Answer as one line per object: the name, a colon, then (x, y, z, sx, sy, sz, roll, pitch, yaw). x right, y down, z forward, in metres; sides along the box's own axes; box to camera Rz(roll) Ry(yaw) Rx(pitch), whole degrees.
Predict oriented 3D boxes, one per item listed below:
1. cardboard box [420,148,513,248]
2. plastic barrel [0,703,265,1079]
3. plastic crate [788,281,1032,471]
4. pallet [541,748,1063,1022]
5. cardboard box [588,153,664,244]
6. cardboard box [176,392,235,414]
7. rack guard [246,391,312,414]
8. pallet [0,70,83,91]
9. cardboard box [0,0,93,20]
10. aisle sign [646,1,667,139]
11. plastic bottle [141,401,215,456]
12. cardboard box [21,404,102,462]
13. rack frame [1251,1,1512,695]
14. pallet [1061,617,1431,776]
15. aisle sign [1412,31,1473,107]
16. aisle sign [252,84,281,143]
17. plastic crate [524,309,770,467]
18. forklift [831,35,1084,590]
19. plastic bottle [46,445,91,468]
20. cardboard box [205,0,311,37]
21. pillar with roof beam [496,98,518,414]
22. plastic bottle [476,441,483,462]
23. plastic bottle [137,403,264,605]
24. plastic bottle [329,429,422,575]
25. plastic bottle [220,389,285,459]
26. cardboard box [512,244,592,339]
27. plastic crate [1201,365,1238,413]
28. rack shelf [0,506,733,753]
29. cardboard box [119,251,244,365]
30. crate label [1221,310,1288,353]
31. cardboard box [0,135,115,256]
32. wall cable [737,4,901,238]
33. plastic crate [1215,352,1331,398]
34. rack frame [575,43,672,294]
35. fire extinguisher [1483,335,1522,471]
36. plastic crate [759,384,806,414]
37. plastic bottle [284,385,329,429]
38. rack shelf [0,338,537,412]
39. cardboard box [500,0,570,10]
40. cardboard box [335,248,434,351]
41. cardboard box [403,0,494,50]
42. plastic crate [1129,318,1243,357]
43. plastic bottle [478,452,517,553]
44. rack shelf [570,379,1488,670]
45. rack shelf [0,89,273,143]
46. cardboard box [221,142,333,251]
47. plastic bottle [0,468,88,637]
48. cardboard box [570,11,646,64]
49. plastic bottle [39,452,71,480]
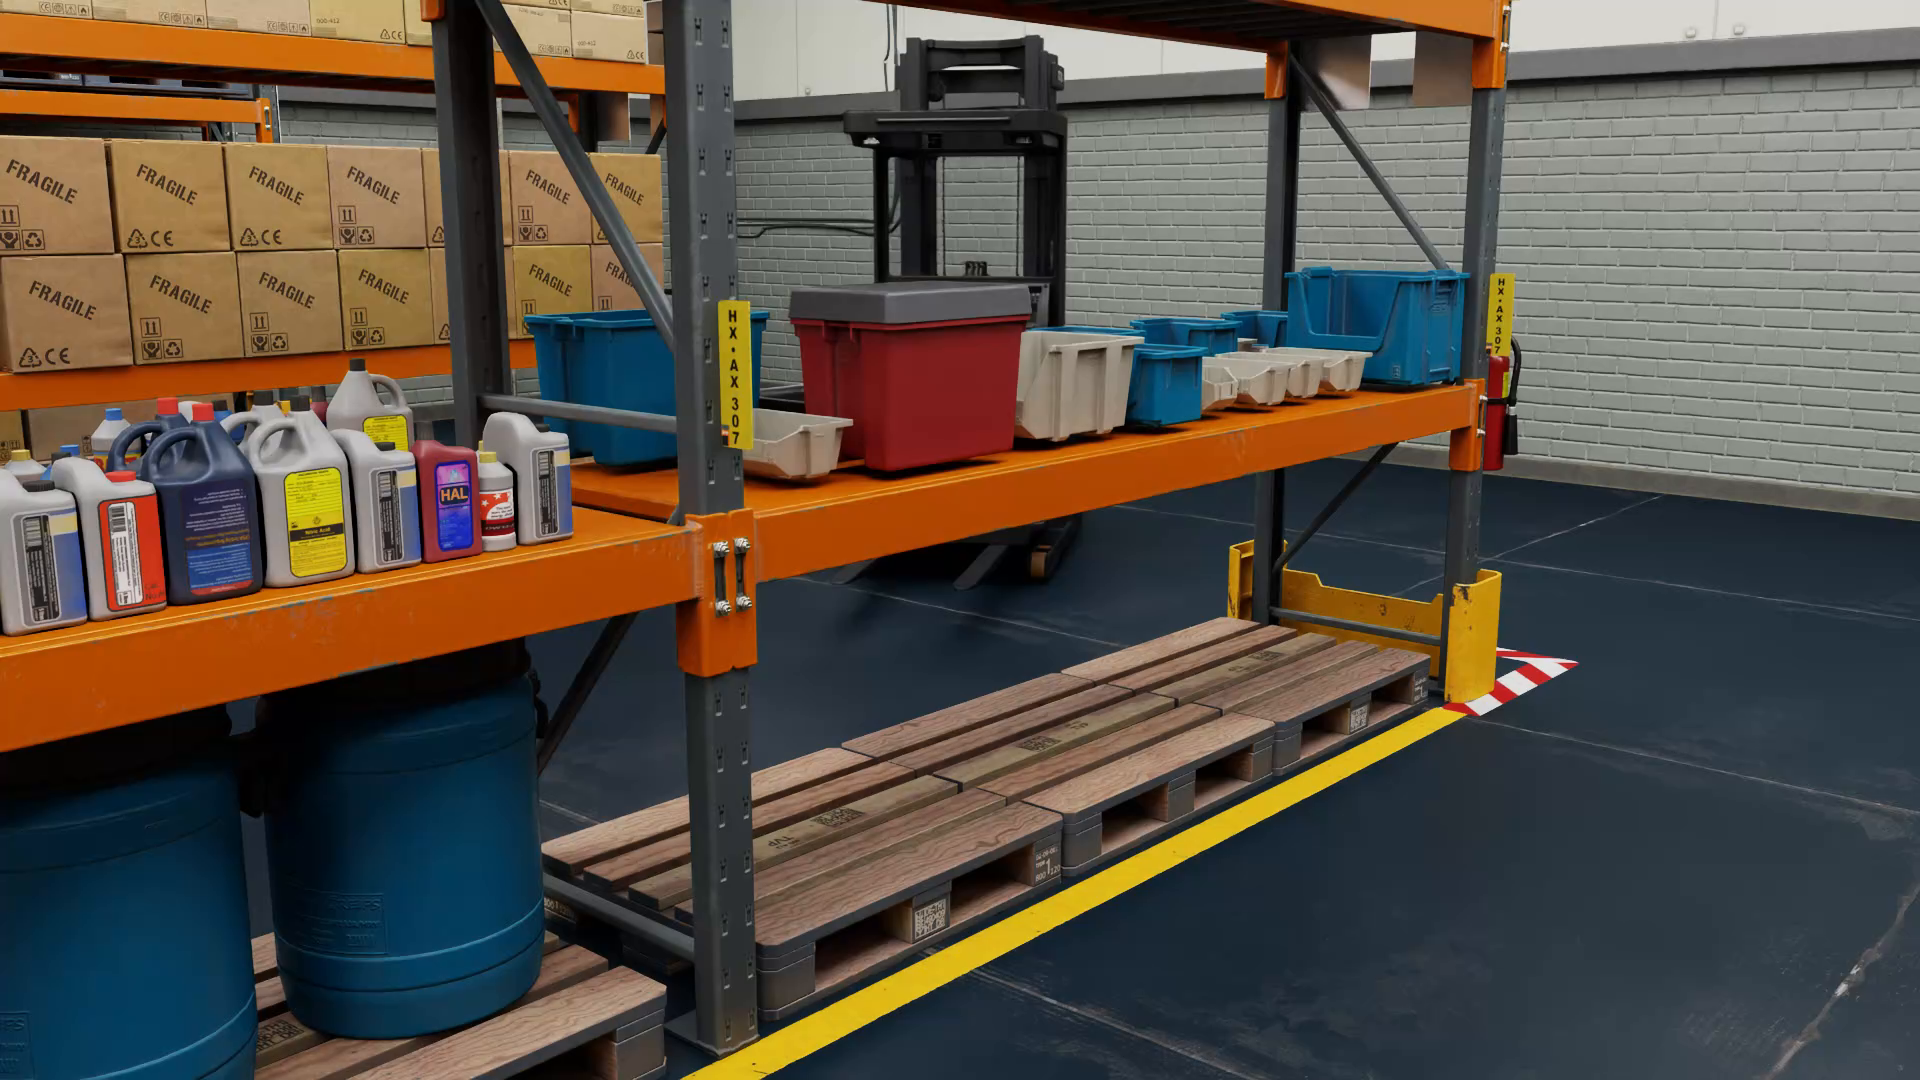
cardboard box: (-2.744, -1.816, 8.839, 0.500, 0.500, 0.500, 10, 15, 42)
plastic barrel: (-1.746, 0.705, 3.307, 0.600, 0.901, 0.708, 10, 15, 40)
plastic crate: (-0.129, -0.460, 4.537, 0.402, 0.464, 0.583, 10, 15, 40)
pallet: (-0.451, 0.954, 4.894, 1.003, 0.211, 1.213, 10, 15, 40)
cardboard box: (-2.072, -1.968, 9.596, 0.500, 0.500, 0.500, 10, 15, 40)
cardboard box: (-6.095, -1.033, 13.037, 0.700, 0.500, 0.500, 10, 15, 40)
rack guard: (-5.693, -0.947, 13.676, 1.175, 0.500, 0.348, 10, 15, 40)
pallet: (-6.996, -3.306, 11.673, 1.003, 0.211, 1.213, 10, 15, 40)
cardboard box: (-4.118, -2.378, 7.182, 0.500, 0.250, 0.500, 10, 15, 40)
aisle sign: (-1.710, -2.775, 9.807, 0.394, 0.787, 0.004, 10, 15, 40)
plastic bottle: (-1.740, -0.166, 3.702, 0.152, 0.276, 0.135, 10, 15, 40)
cardboard box: (-6.757, -0.886, 12.297, 0.700, 0.500, 0.500, 9, 14, 39)
rack frame: (1.733, -0.888, 7.001, 1.000, 3.000, 0.127, 10, 15, 40)
pallet: (1.160, 0.595, 6.691, 1.003, 0.211, 1.213, 10, 15, 40)
aisle sign: (2.001, -2.136, 6.609, 0.394, 0.787, 0.004, 10, 15, 40)
aisle sign: (-5.436, -3.416, 13.018, 0.394, 0.787, 0.004, 10, 15, 40)
plastic crate: (-0.855, -0.434, 4.614, 0.392, 0.384, 0.575, 10, 15, 40)
forklift: (0.004, -1.289, 9.182, 1.130, 2.935, 3.031, 2, 12, 11)
plastic bottle: (-1.902, -0.102, 3.570, 0.097, 0.201, 0.097, 0, 11, 0)
cardboard box: (-3.454, -2.524, 7.915, 0.500, 0.250, 0.500, 10, 15, 40)
pillar with roof beam: (-1.342, -5.064, 12.588, 9.100, 9.000, 0.400, 10, 15, 40)
plastic bottle: (-1.030, -0.116, 3.641, 0.097, 0.201, 0.097, 0, 11, 0)
plastic bottle: (-1.390, -0.071, 3.034, 0.144, 0.351, 0.185, 10, 15, 40)
plastic bottle: (-1.166, -0.085, 3.298, 0.152, 0.276, 0.135, 10, 15, 40)
plastic bottle: (-1.376, -0.117, 3.263, 0.144, 0.351, 0.185, 10, 15, 40)
cardboard box: (-2.416, -1.401, 9.309, 0.500, 0.500, 0.500, 10, 15, 41)
plastic crate: (0.782, -0.514, 5.647, 0.298, 0.136, 0.250, 10, 15, 40)
rack shelf: (-2.227, 0.347, 2.651, 1.077, 0.370, 4.000, 10, 15, 40)
cardboard box: (-3.749, -1.105, 7.832, 0.500, 0.500, 0.500, 10, 15, 41)
crate label: (1.323, -0.842, 7.042, 0.416, 0.233, 0.303, 10, 15, 40)
cardboard box: (-4.103, -1.513, 7.321, 0.500, 0.500, 0.500, 10, 15, 42)
wall cable: (-1.706, -4.374, 17.065, 3.097, 2.526, 0.112, 10, 15, 40)
plastic crate: (1.129, -0.604, 6.099, 0.396, 0.136, 0.243, 10, 15, 40)
rack frame: (-1.985, -1.529, 10.210, 1.000, 3.000, 0.127, 10, 15, 40)
fire extinguisher: (2.174, -0.631, 6.862, 0.296, 0.674, 0.183, 10, 15, 40)
plastic crate: (-0.370, -0.394, 5.074, 0.437, 0.125, 0.590, 10, 15, 40)
plastic bottle: (-1.558, -0.224, 3.973, 0.061, 0.283, 0.133, 10, 15, 40)
rack shelf: (-3.305, -0.882, 8.807, 1.077, 0.370, 4.000, 10, 15, 40)
cardboard box: (-2.462, -2.990, 8.970, 0.500, 0.250, 0.500, 10, 15, 40)
cardboard box: (-3.082, -1.254, 8.574, 0.500, 0.500, 0.500, 9, 15, 40)
cardboard box: (-2.785, -2.670, 8.644, 0.500, 0.250, 0.500, 10, 15, 40)
plastic crate: (0.889, -0.745, 6.557, 0.416, 0.233, 0.300, 10, 15, 40)
plastic bottle: (-0.980, -0.082, 3.471, 0.097, 0.201, 0.097, 0, 11, 0)
rack shelf: (0.413, -0.241, 5.598, 1.077, 0.370, 4.000, 10, 15, 40)
rack shelf: (-7.029, -2.993, 11.717, 1.077, 0.370, 4.000, 10, 15, 40)
cardboard box: (-3.423, -1.665, 8.079, 0.500, 0.500, 0.500, 9, 15, 39)
plastic bottle: (-1.587, 0.008, 2.827, 0.152, 0.276, 0.135, 10, 15, 40)
cardboard box: (-2.126, -2.817, 9.382, 0.500, 0.250, 0.500, 10, 15, 40)
plastic bottle: (-1.604, -0.022, 2.994, 0.097, 0.271, 0.097, 0, 11, 0)
